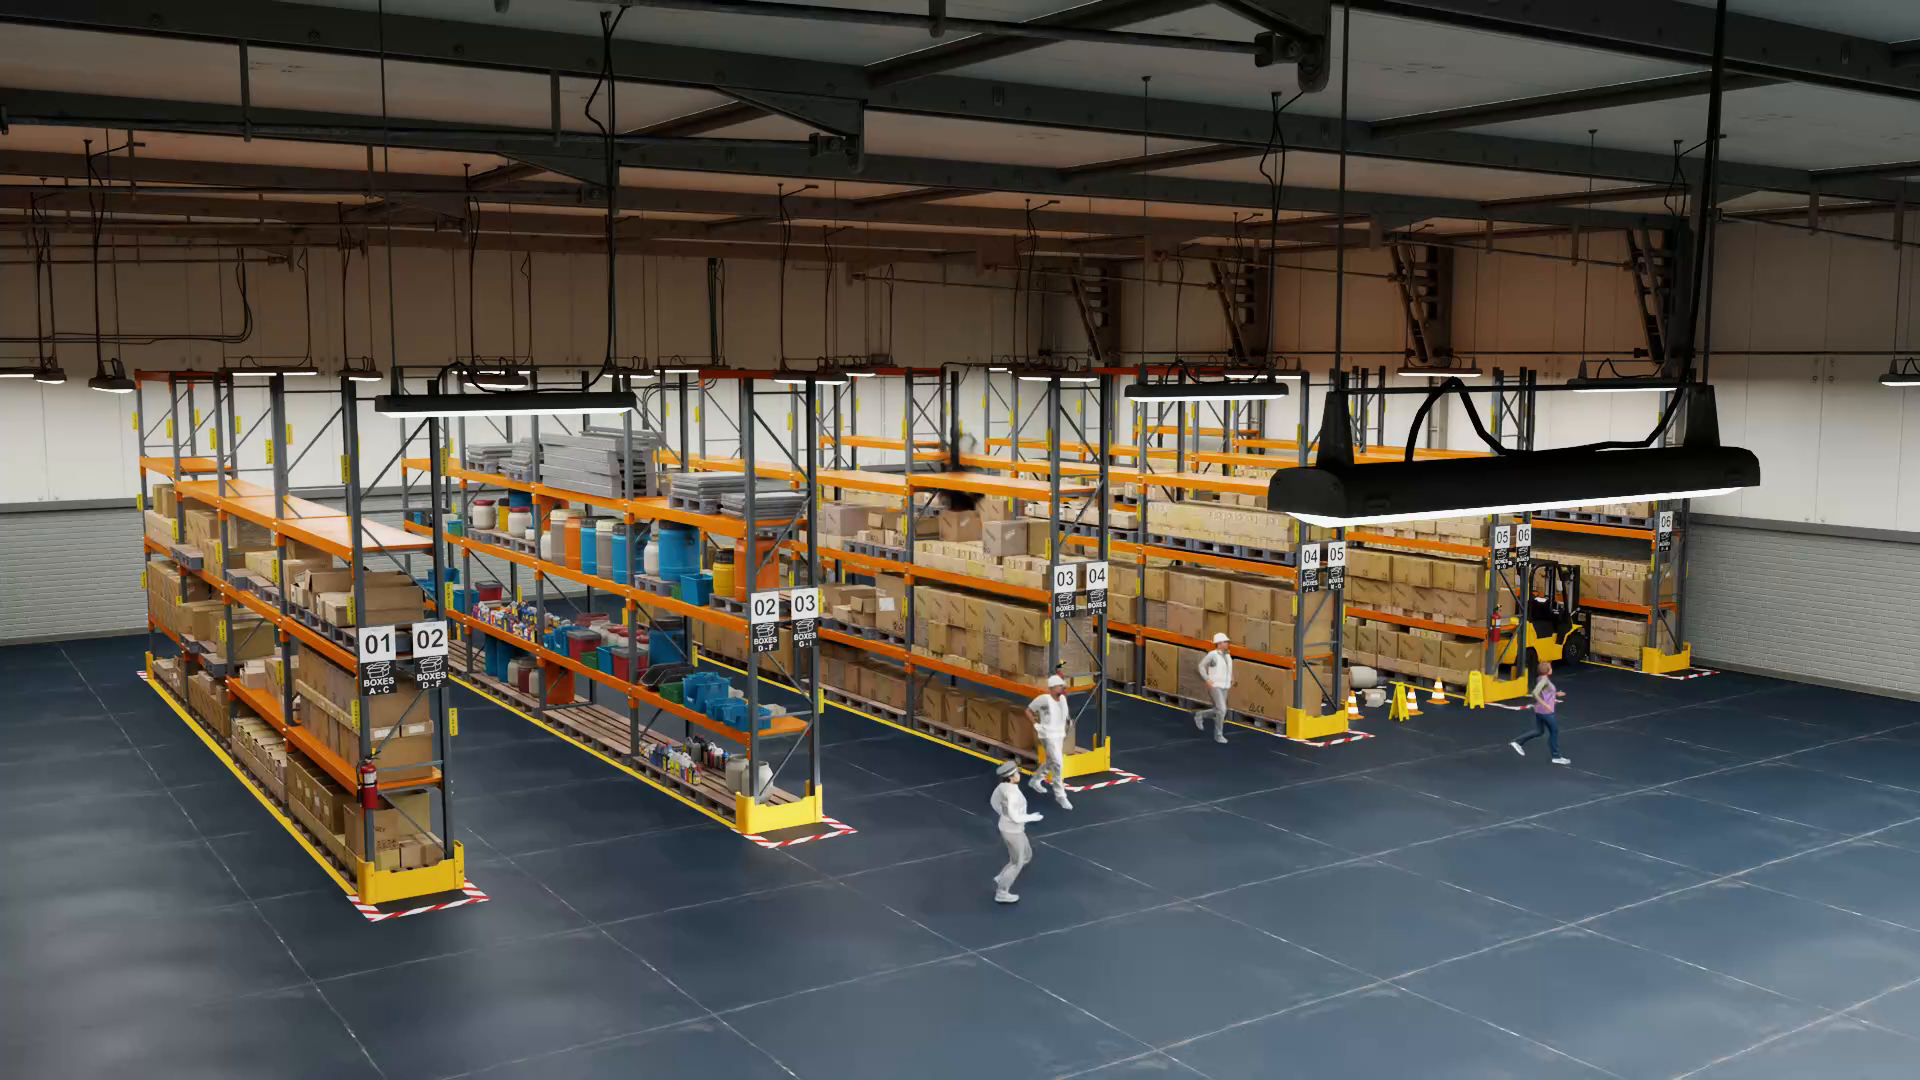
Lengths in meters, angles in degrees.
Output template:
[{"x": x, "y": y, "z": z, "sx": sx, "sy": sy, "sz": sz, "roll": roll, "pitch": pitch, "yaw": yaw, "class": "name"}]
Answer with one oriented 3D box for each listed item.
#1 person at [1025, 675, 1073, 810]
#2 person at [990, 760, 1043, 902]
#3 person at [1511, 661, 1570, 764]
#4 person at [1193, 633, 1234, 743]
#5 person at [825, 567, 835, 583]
[{"x": 1.337, "y": 2.801, "z": 23.464, "sx": 0.957, "sy": 1.799, "sz": 0.690, "roll": 5, "pitch": 8, "yaw": 39, "class": "person"}, {"x": 0.660, "y": 3.343, "z": 19.154, "sx": 0.554, "sy": 1.649, "sz": 0.602, "roll": -1, "pitch": 7, "yaw": -10, "class": "person"}, {"x": 8.967, "y": 2.645, "z": 25.594, "sx": 0.877, "sy": 1.577, "sz": 0.543, "roll": 1, "pitch": 7, "yaw": 10, "class": "person"}, {"x": 4.211, "y": 2.407, "z": 27.329, "sx": 0.697, "sy": 1.765, "sz": 0.802, "roll": -6, "pitch": 9, "yaw": -43, "class": "person"}, {"x": -3.233, "y": 0.781, "z": 41.898, "sx": 0.572, "sy": 1.653, "sz": 0.571, "roll": -6, "pitch": 9, "yaw": -42, "class": "person"}]
